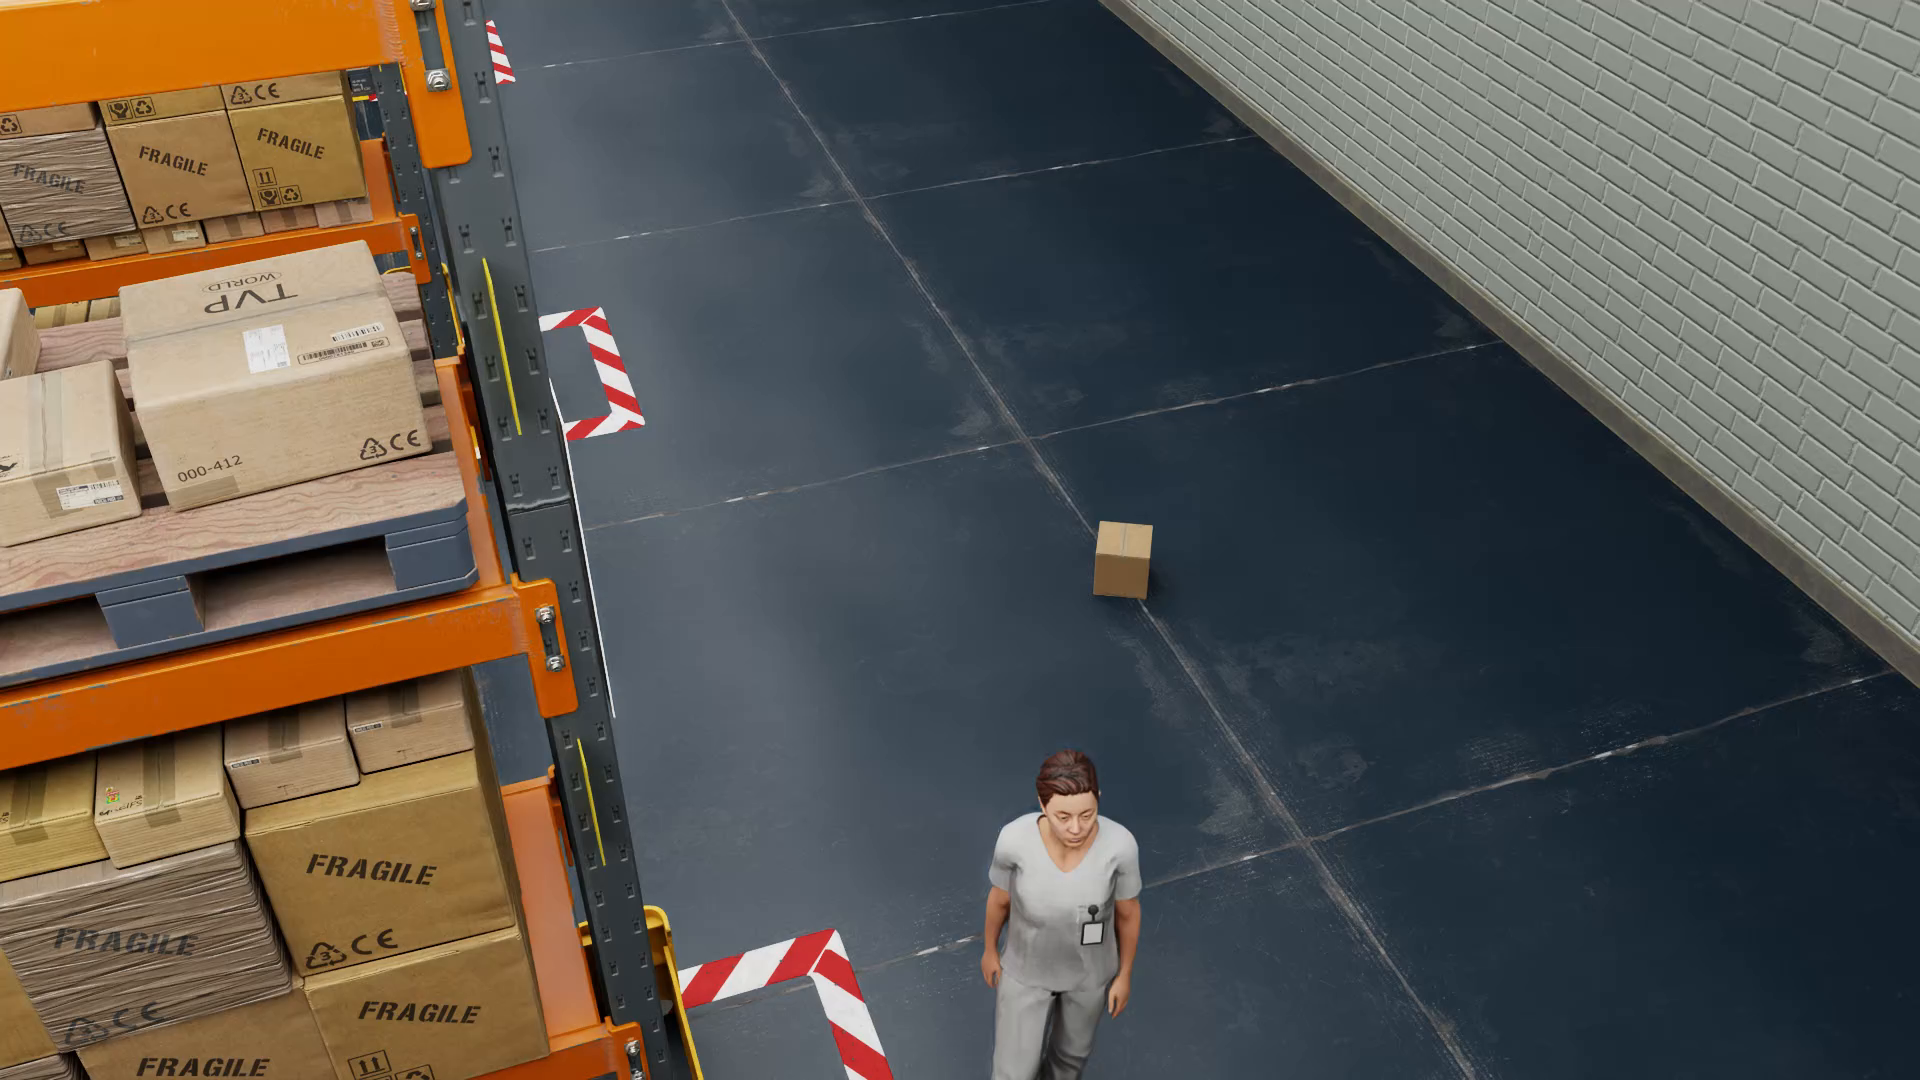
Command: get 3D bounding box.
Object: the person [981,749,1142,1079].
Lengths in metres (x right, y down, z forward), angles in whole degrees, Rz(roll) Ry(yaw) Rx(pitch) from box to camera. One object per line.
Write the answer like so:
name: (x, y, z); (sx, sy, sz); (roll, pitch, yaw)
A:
person: (0.302, 1.321, 5.052); (0.472, 1.675, 0.459); (0, 38, 0)
